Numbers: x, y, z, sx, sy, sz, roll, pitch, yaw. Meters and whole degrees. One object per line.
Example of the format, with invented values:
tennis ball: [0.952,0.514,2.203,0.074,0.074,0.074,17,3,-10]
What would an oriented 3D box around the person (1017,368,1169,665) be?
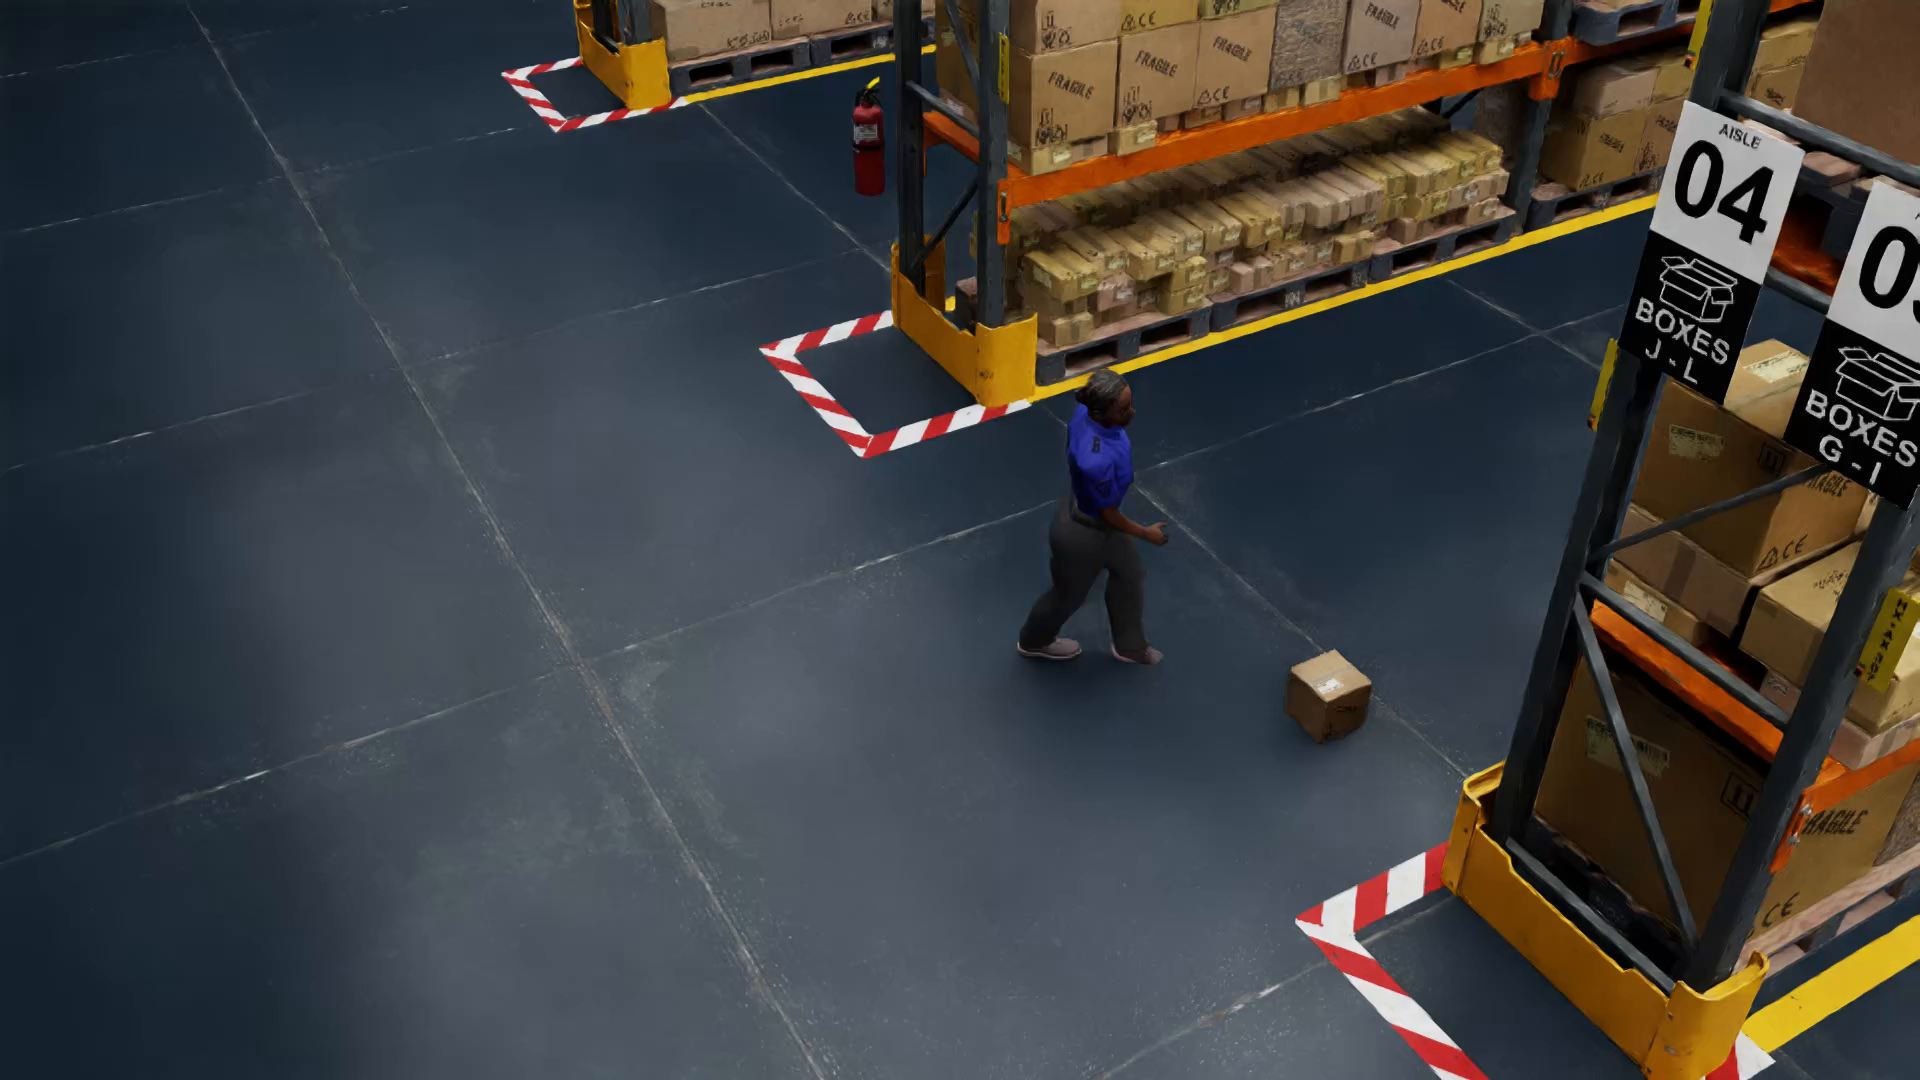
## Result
person: [0.598,-0.040,7.068,0.699,1.685,0.544,6,37,8]
